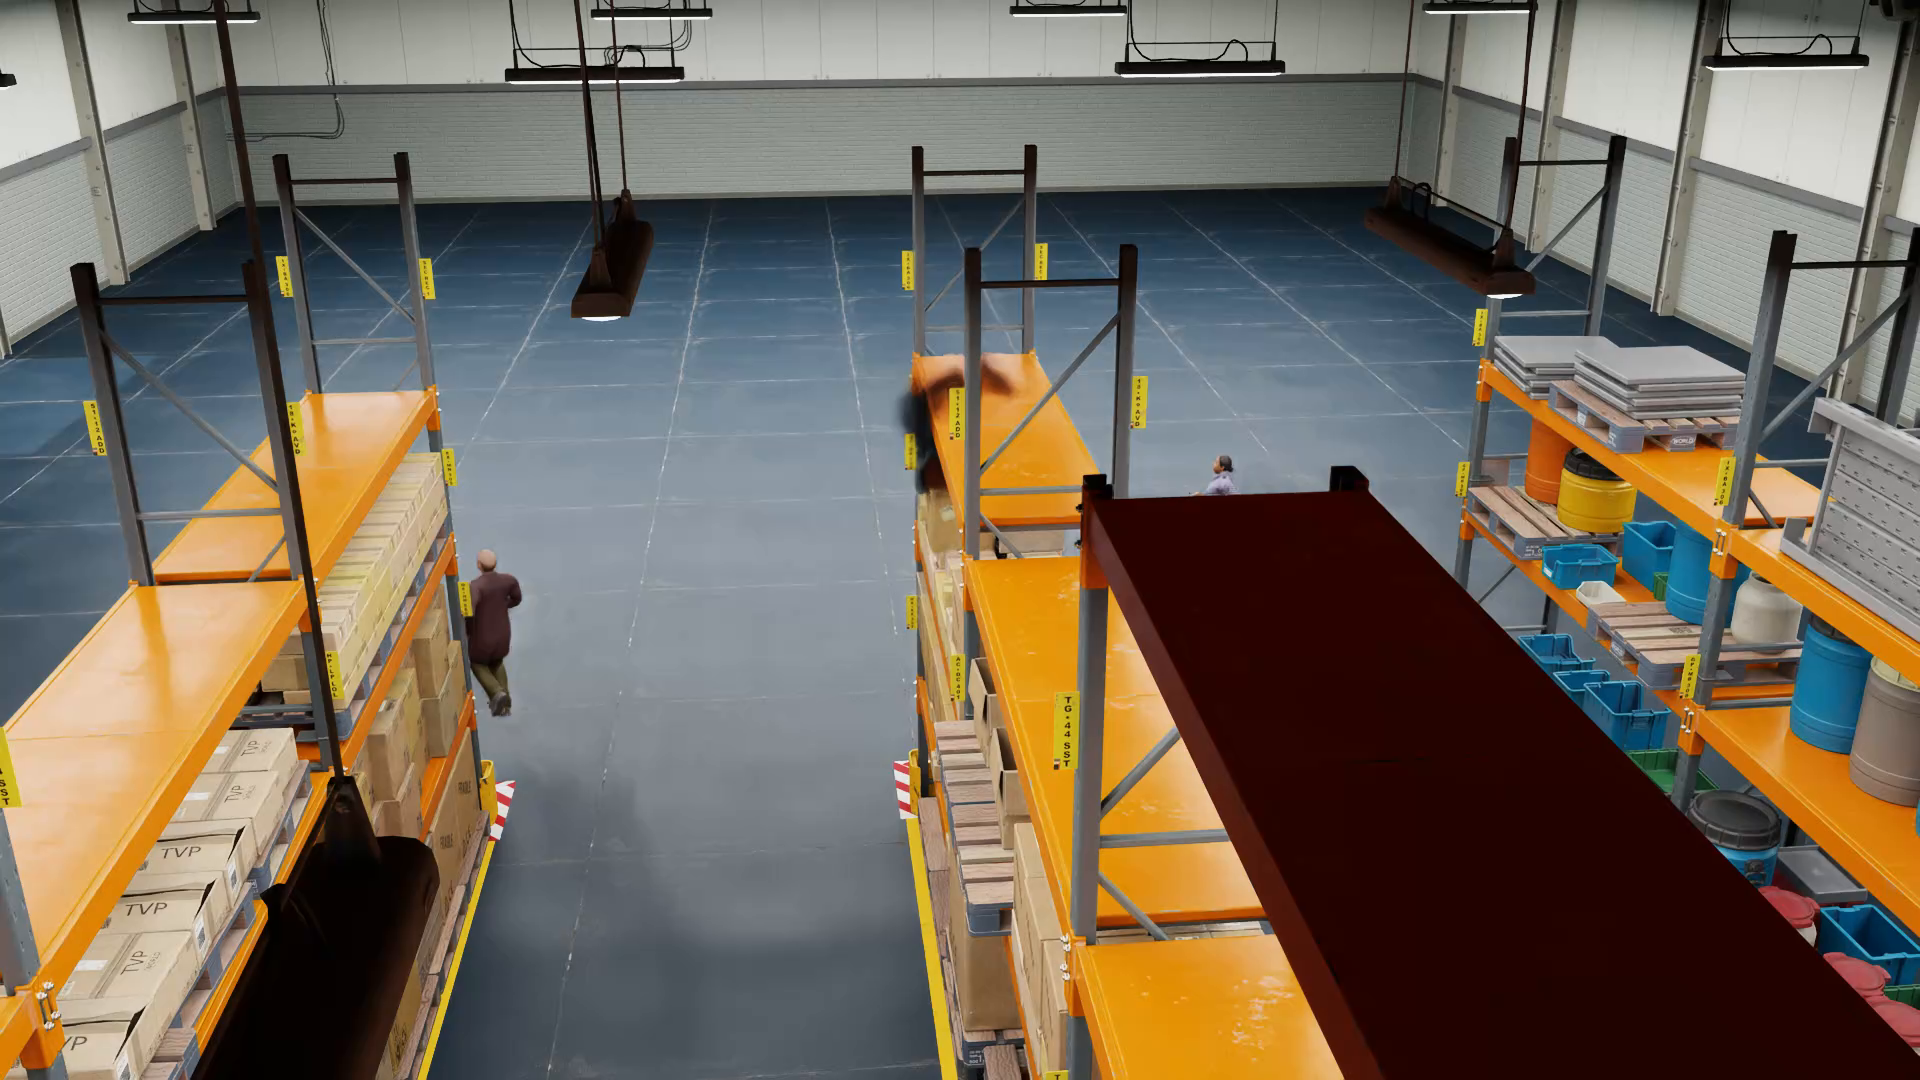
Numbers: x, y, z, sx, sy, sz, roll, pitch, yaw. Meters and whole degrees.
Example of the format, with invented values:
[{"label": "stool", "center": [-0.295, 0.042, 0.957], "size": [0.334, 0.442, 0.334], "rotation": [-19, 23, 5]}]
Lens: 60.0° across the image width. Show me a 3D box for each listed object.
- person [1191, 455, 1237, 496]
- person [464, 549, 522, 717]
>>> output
[{"label": "person", "center": [3.082, -0.249, 20.054], "size": [0.648, 1.624, 0.601], "rotation": [7, 23, 16]}, {"label": "person", "center": [-4.608, 0.894, 16.278], "size": [0.726, 1.734, 0.613], "rotation": [-20, 29, -41]}]
